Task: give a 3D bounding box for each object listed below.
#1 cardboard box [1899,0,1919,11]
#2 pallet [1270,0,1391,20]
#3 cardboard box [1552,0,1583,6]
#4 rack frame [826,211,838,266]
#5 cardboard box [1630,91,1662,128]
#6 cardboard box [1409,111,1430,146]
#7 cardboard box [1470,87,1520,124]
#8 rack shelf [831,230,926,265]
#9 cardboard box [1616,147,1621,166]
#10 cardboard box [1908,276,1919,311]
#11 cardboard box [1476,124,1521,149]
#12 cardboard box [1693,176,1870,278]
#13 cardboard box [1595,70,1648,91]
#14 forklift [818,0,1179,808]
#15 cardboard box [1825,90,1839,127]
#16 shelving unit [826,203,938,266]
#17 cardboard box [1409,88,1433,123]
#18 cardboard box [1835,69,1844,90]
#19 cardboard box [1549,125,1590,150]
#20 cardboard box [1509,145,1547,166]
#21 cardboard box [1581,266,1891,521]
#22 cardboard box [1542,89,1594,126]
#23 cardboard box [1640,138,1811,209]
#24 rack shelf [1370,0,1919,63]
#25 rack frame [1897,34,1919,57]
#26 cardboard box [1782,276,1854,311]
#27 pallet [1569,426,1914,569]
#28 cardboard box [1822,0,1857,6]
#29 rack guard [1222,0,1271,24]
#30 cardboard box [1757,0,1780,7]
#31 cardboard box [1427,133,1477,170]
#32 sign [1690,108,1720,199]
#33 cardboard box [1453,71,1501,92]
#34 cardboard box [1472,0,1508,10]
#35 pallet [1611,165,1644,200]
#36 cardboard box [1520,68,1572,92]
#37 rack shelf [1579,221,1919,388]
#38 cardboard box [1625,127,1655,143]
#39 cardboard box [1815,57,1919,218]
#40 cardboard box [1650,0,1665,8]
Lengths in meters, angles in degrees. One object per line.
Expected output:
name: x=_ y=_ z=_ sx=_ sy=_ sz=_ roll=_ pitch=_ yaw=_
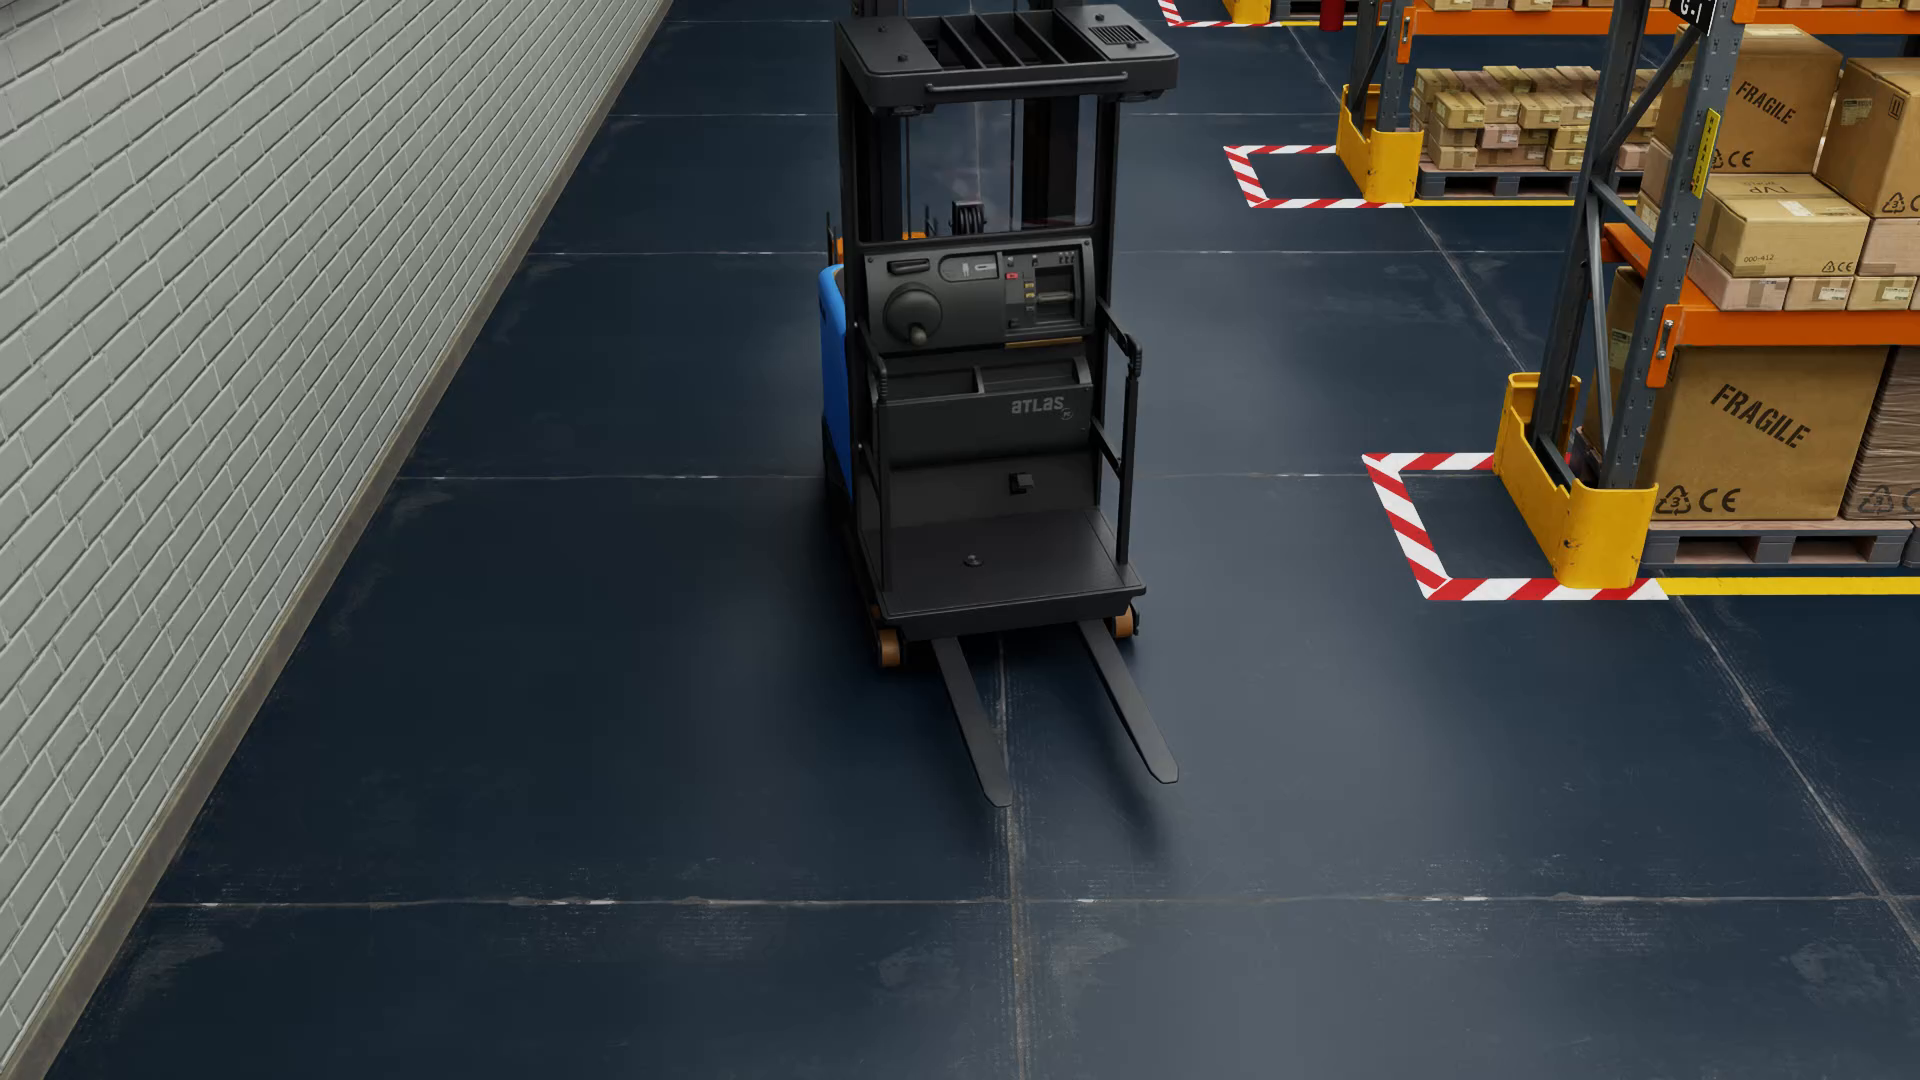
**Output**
cardboard box: x=6.397 y=-3.668 z=11.145 sx=0.250 sy=0.149 sz=0.380 roll=-1 pitch=31 yaw=-2
pallet: x=3.606 y=-5.360 z=16.381 sx=1.213 sy=0.211 sz=1.003 roll=0 pitch=31 yaw=0
cardboard box: x=4.046 y=-3.733 z=11.253 sx=0.250 sy=0.149 sz=0.380 roll=1 pitch=31 yaw=2
rack frame: x=-0.611 y=-1.014 z=8.252 sx=0.015 sy=1.200 sz=0.240 roll=-7 pitch=29 yaw=-11
cardboard box: x=4.780 y=-2.997 z=11.568 sx=0.250 sy=0.149 sz=0.380 roll=0 pitch=31 yaw=0
cardboard box: x=3.463 y=-3.013 z=12.167 sx=0.250 sy=0.149 sz=0.380 roll=0 pitch=31 yaw=1
cardboard box: x=3.739 y=-3.046 z=11.648 sx=0.250 sy=0.149 sz=0.380 roll=0 pitch=31 yaw=1
rack shelf: x=-0.377 y=-1.387 z=8.111 sx=0.480 sy=0.148 sz=0.258 roll=-7 pitch=29 yaw=-11
cardboard box: x=4.484 y=-2.780 z=11.784 sx=0.250 sy=0.149 sz=0.380 roll=0 pitch=31 yaw=0
cardboard box: x=3.997 y=-1.095 z=6.906 sx=0.250 sy=0.149 sz=0.380 roll=-1 pitch=31 yaw=-1
cardboard box: x=3.738 y=-2.870 z=11.645 sx=0.250 sy=0.149 sz=0.380 roll=0 pitch=31 yaw=-1
cardboard box: x=3.348 y=-1.293 z=6.848 sx=0.500 sy=0.250 sz=0.500 roll=-1 pitch=31 yaw=-2
cardboard box: x=4.767 y=-3.269 z=12.016 sx=0.250 sy=0.149 sz=0.380 roll=-1 pitch=31 yaw=-2
forklift: x=0.131 y=-0.937 z=6.469 sx=1.130 sy=2.935 sz=3.031 roll=-6 pitch=32 yaw=-10
cardboard box: x=6.079 y=-3.008 z=11.585 sx=0.250 sy=0.149 sz=0.380 roll=0 pitch=31 yaw=-1
shelving unit: x=-0.373 y=-1.042 z=8.298 sx=0.503 sy=1.200 sz=0.258 roll=-7 pitch=29 yaw=-11
cardboard box: x=3.464 y=-3.180 z=12.156 sx=0.250 sy=0.149 sz=0.380 roll=-1 pitch=31 yaw=-2
cardboard box: x=6.316 y=-3.306 z=12.077 sx=0.250 sy=0.149 sz=0.380 roll=1 pitch=31 yaw=2
cardboard box: x=4.239 y=-2.861 z=11.631 sx=0.250 sy=0.149 sz=0.380 roll=1 pitch=31 yaw=1
cardboard box: x=3.973 y=-2.786 z=11.794 sx=0.250 sy=0.149 sz=0.380 roll=0 pitch=31 yaw=0
cardboard box: x=3.506 y=-0.684 z=7.629 sx=0.875 sy=0.875 sz=0.875 roll=0 pitch=31 yaw=0
cardboard box: x=4.239 y=-3.024 z=11.612 sx=0.250 sy=0.149 sz=0.380 roll=-2 pitch=31 yaw=-3
cardboard box: x=3.350 y=-1.571 z=7.306 sx=0.500 sy=0.250 sz=0.500 roll=-1 pitch=31 yaw=-1
rack shelf: x=4.938 y=-3.641 z=11.552 sx=4.000 sy=0.370 sz=1.077 roll=0 pitch=31 yaw=0
rack frame: x=6.938 y=-3.955 z=11.376 sx=0.127 sy=3.000 sz=1.000 roll=0 pitch=31 yaw=0
cardboard box: x=3.480 y=-1.093 z=6.902 sx=0.250 sy=0.149 sz=0.380 roll=-1 pitch=31 yaw=-1
pallet: x=3.666 y=-0.220 z=7.909 sx=1.213 sy=0.211 sz=1.003 roll=0 pitch=31 yaw=0
cardboard box: x=5.871 y=-3.732 z=11.252 sx=0.250 sy=0.149 sz=0.380 roll=-1 pitch=31 yaw=-2
rack guard: x=2.783 y=-5.441 z=16.235 sx=0.348 sy=0.500 sz=1.175 roll=0 pitch=31 yaw=0
cardboard box: x=5.345 y=-3.720 z=11.232 sx=0.250 sy=0.149 sz=0.380 roll=-1 pitch=31 yaw=-1
cardboard box: x=3.464 y=-2.738 z=11.715 sx=0.250 sy=0.149 sz=0.380 roll=0 pitch=31 yaw=1
sign: x=2.864 y=-1.485 z=6.395 sx=0.005 sy=0.325 sz=0.100 roll=0 pitch=31 yaw=0
cardboard box: x=3.717 y=-3.261 z=12.003 sx=0.250 sy=0.149 sz=0.380 roll=0 pitch=31 yaw=1
cardboard box: x=3.518 y=-3.688 z=11.179 sx=0.250 sy=0.149 sz=0.380 roll=1 pitch=31 yaw=1
pallet: x=5.043 y=-2.737 z=12.057 sx=1.213 sy=0.211 sz=1.003 roll=0 pitch=31 yaw=0
cardboard box: x=4.235 y=-3.296 z=12.060 sx=0.250 sy=0.149 sz=0.380 roll=-1 pitch=31 yaw=-2
rack shelf: x=4.867 y=-1.068 z=7.312 sx=4.000 sy=0.370 sz=1.077 roll=0 pitch=31 yaw=0
cardboard box: x=4.775 y=-2.934 z=11.750 sx=0.250 sy=0.149 sz=0.380 roll=1 pitch=31 yaw=2
cardboard box: x=3.848 y=-1.616 z=6.656 sx=0.500 sy=0.500 sz=0.500 roll=-1 pitch=31 yaw=-1
cardboard box: x=4.564 y=-3.707 z=11.210 sx=0.250 sy=0.149 sz=0.380 roll=-1 pitch=31 yaw=-1
